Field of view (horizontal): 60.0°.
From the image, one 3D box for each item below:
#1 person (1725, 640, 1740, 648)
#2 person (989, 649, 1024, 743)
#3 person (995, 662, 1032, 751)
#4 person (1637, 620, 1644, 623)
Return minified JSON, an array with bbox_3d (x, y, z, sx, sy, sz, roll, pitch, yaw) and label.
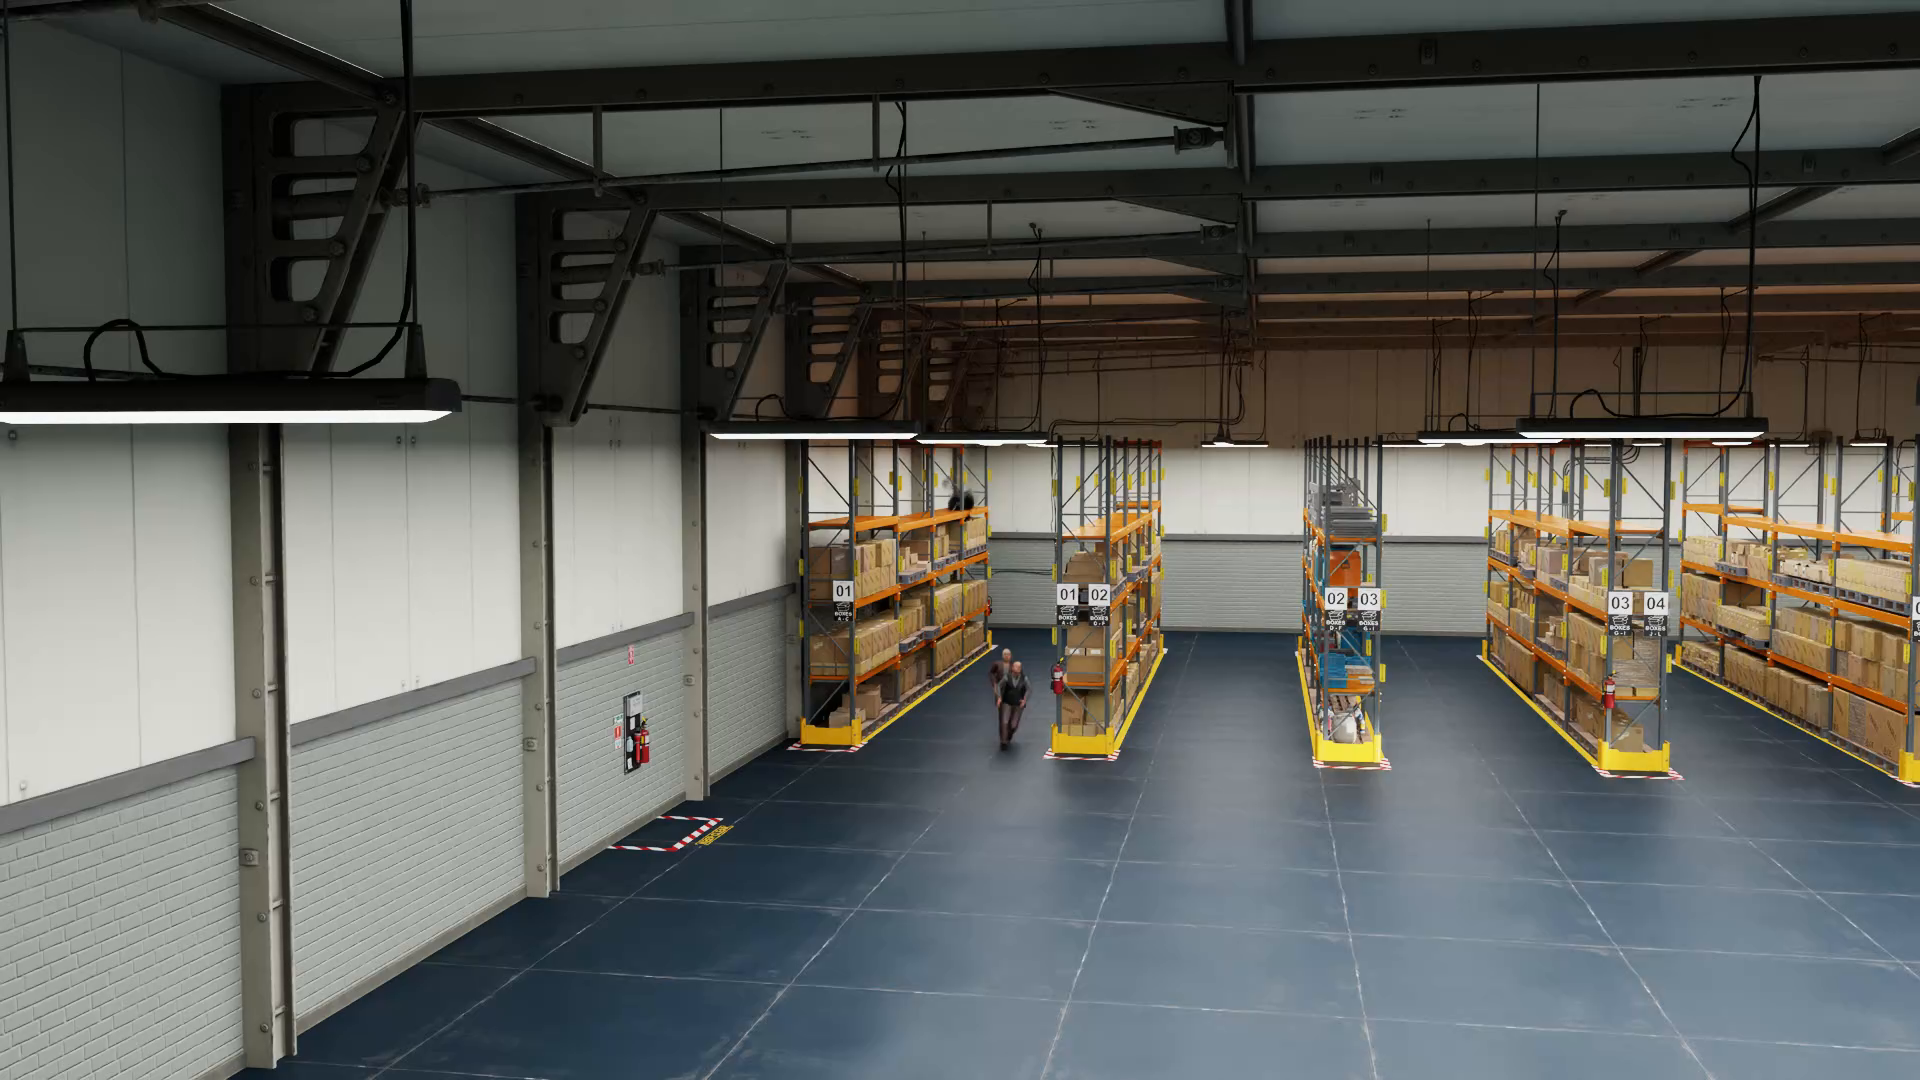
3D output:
[{"bbox_3d":[20.943,2.812,45.106,0.423,0.938,0.513,-2,4,-33],"label":"person"},{"bbox_3d":[0.928,3.031,32.845,0.703,1.790,0.896,0,3,2],"label":"person"},{"bbox_3d":[1.031,3.176,31.992,0.700,1.687,0.654,0,3,1],"label":"person"},{"bbox_3d":[18.371,2.047,45.383,0.479,0.758,0.620,-1,3,-22],"label":"person"}]
